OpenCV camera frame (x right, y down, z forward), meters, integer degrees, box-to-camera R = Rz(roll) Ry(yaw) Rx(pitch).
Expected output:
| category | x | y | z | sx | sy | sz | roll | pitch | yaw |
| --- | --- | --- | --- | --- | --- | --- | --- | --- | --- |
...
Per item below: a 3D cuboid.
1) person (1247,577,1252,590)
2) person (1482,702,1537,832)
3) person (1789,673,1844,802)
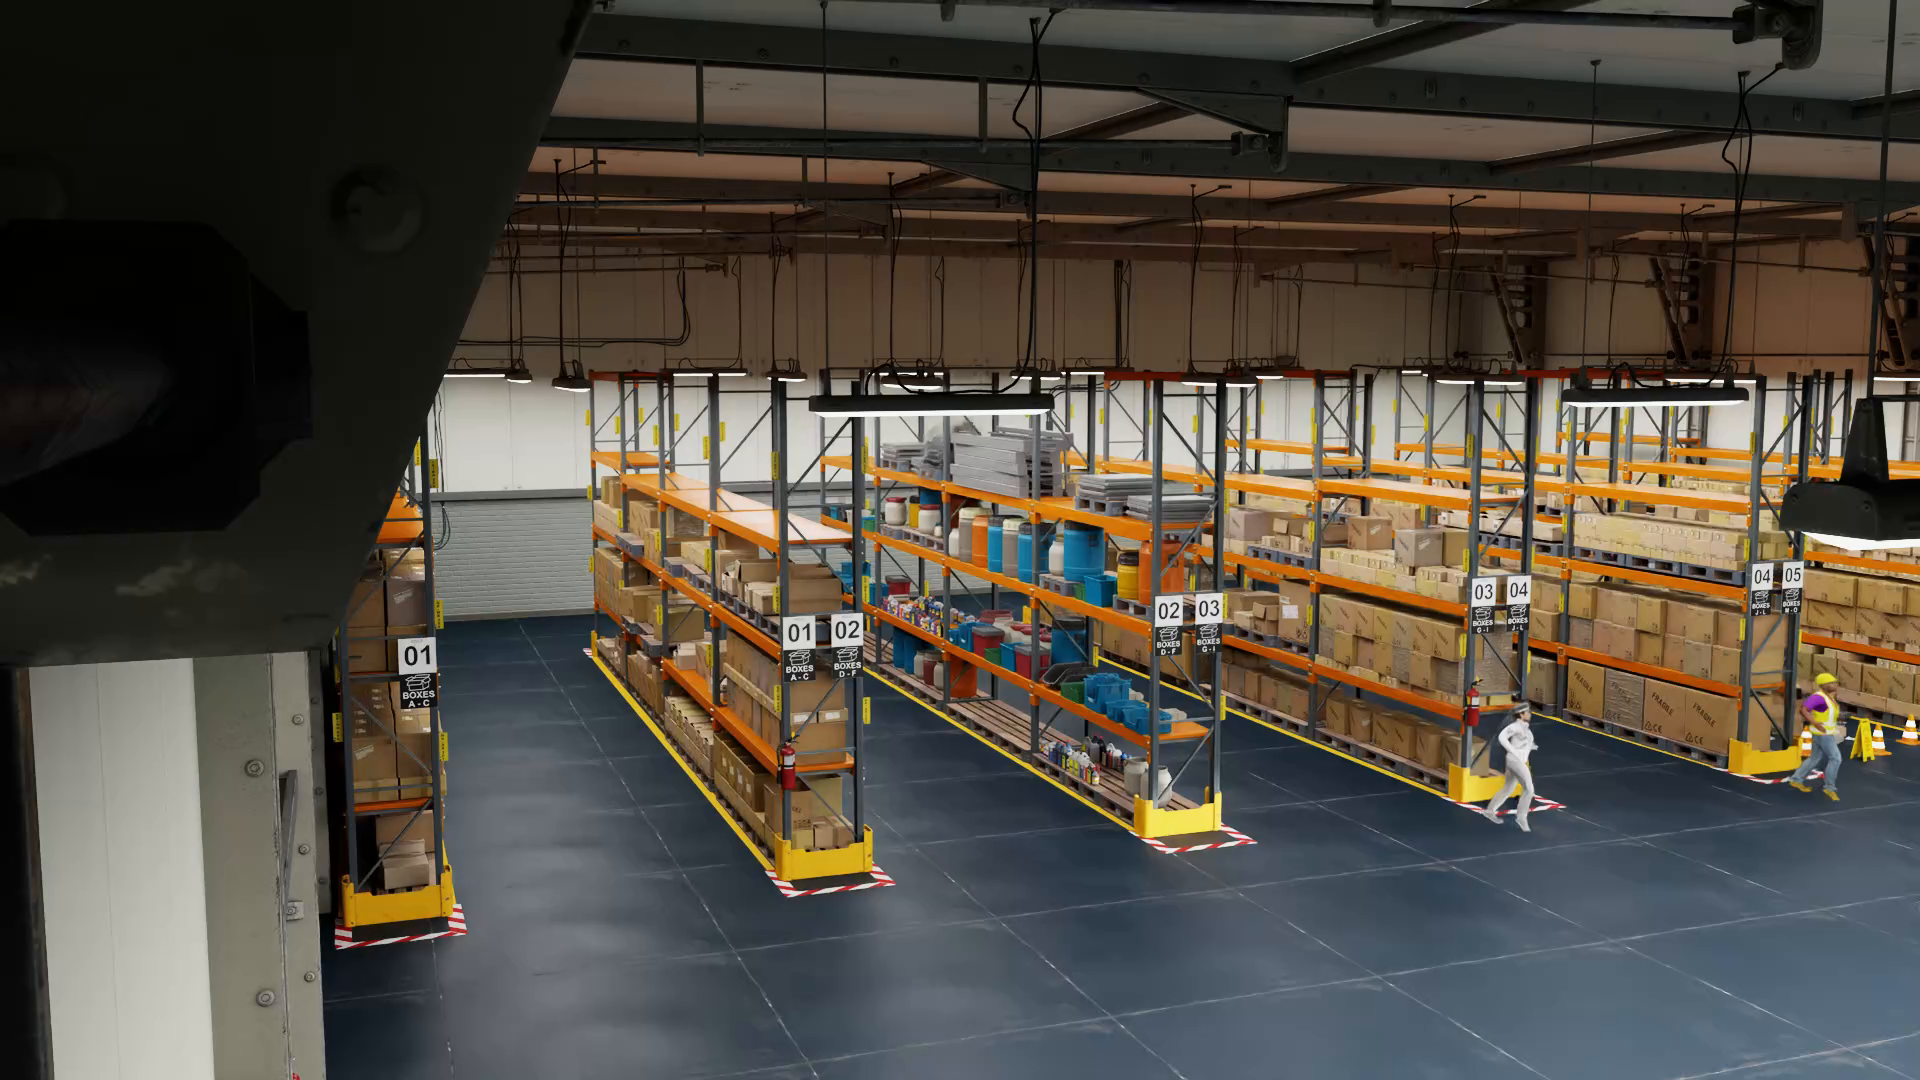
| category | x | y | z | sx | sy | sz | roll | pitch | yaw |
| --- | --- | --- | --- | --- | --- | --- | --- | --- | --- |
| person | 7.191 | 0.831 | 41.479 | 0.590 | 1.727 | 0.648 | -3 | 7 | -27 |
| person | 7.416 | 3.031 | 22.388 | 0.668 | 1.750 | 0.606 | 3 | 7 | 22 |
| person | 12.325 | 2.813 | 23.827 | 0.710 | 1.843 | 0.734 | 4 | 8 | 34 |
